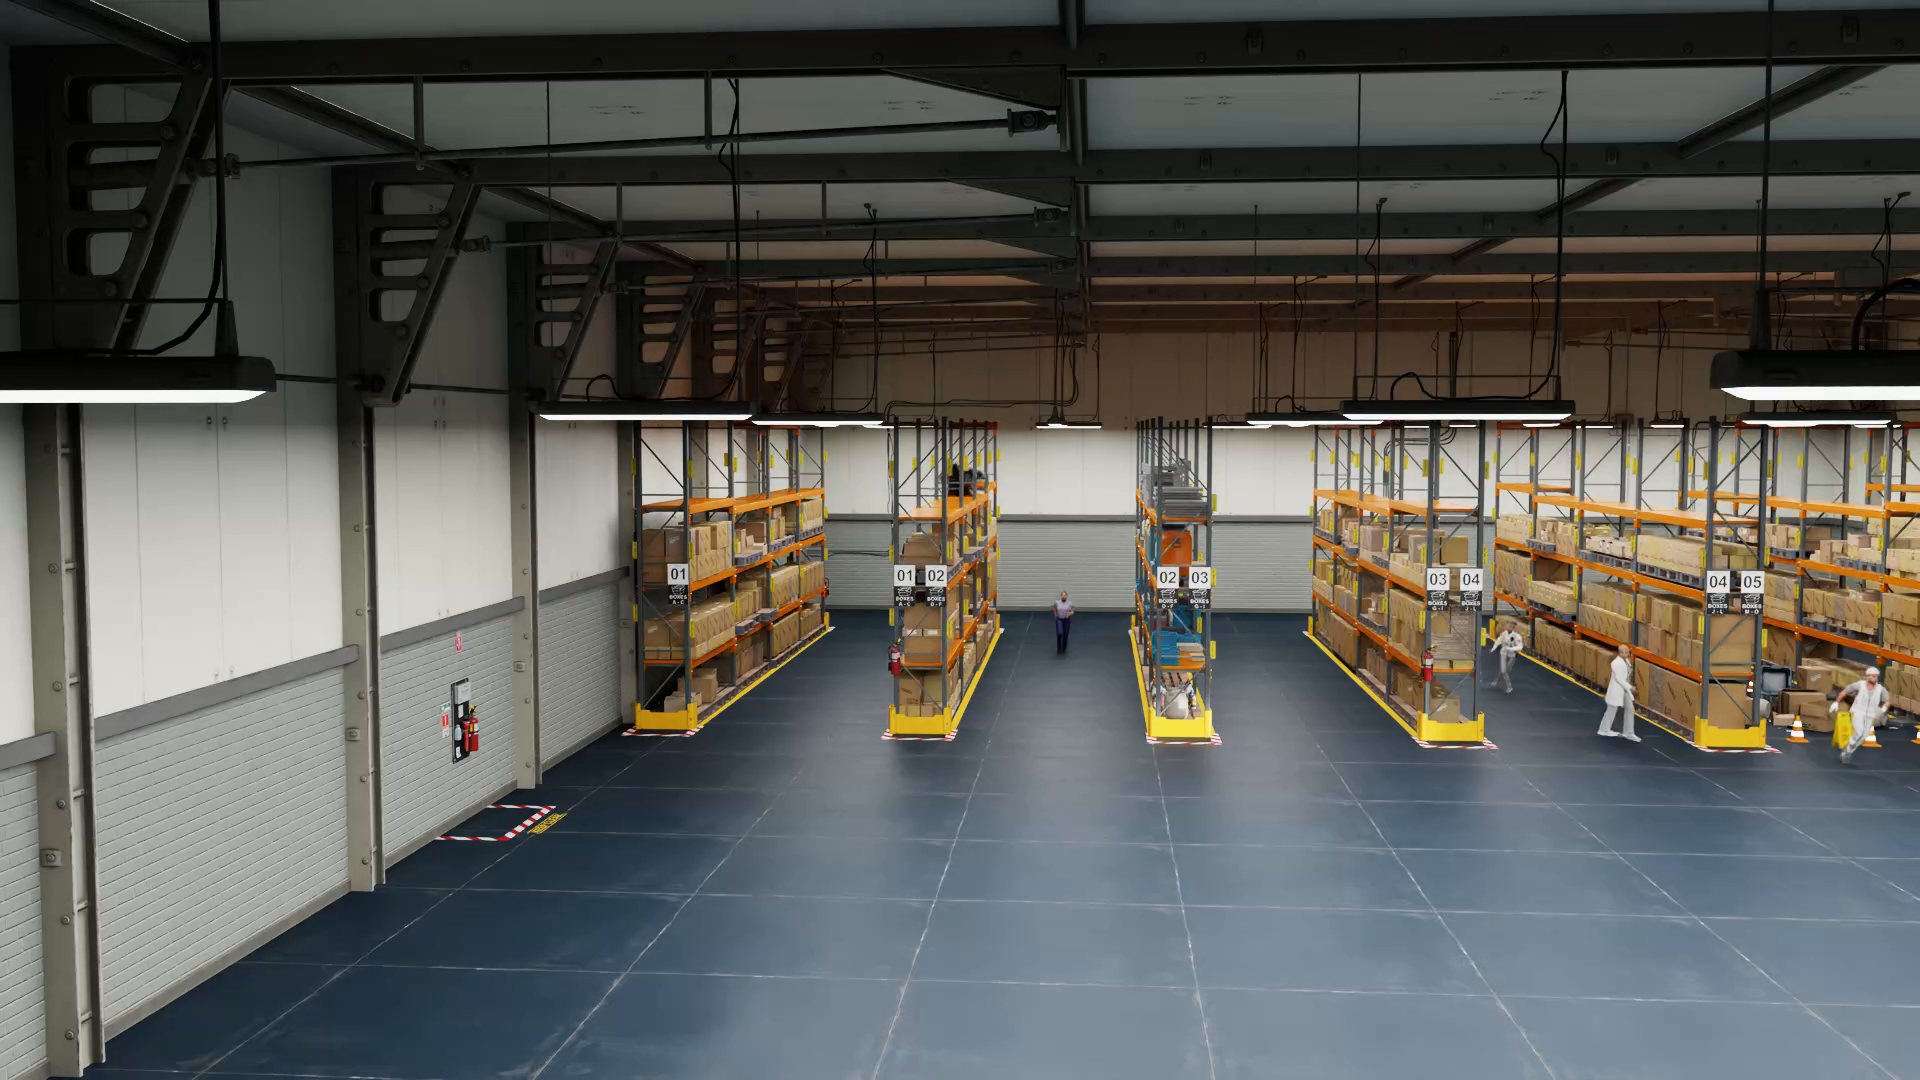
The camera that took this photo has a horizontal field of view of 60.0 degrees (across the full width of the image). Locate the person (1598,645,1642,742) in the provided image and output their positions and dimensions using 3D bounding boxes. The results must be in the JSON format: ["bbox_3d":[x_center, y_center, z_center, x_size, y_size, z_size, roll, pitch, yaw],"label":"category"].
[{"bbox_3d":[12.245,2.822,30.865,0.623,1.785,0.769,-3,5,-36],"label":"person"}]

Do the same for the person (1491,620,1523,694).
[{"bbox_3d":[12.023,2.549,36.549,0.707,1.633,0.638,2,4,27],"label":"person"}]

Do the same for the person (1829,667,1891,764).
[{"bbox_3d":[15.520,3.024,28.554,0.846,1.690,0.715,0,4,1],"label":"person"}]

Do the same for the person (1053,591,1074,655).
[{"bbox_3d":[2.668,2.135,42.750,0.501,1.665,0.788,0,4,-4],"label":"person"}]
